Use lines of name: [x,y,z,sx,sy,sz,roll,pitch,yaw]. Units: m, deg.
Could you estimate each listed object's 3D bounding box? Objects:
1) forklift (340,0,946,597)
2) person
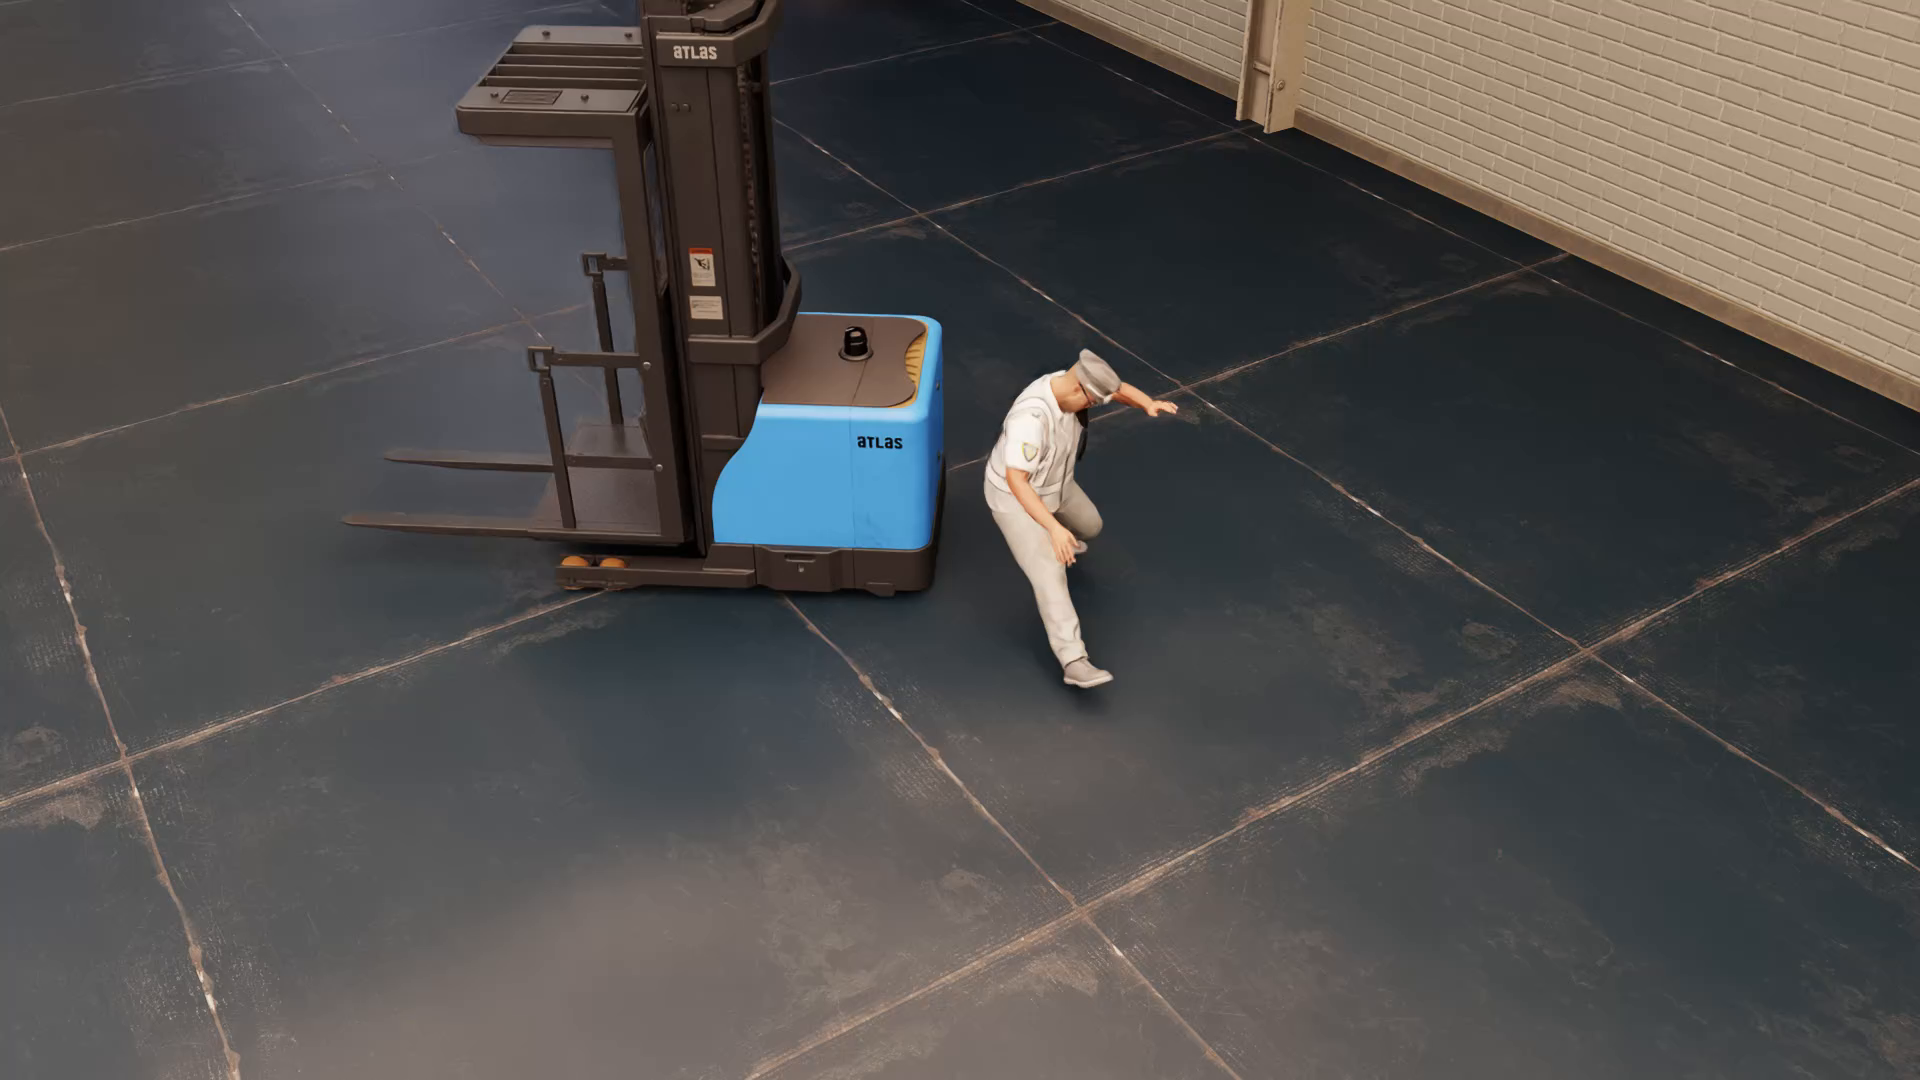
forklift: [-1.617,-1.243,7.917,3.031,2.935,1.130,2,35,3]
person: [0.542,-0.193,7.760,1.119,1.465,1.134,24,42,30]
